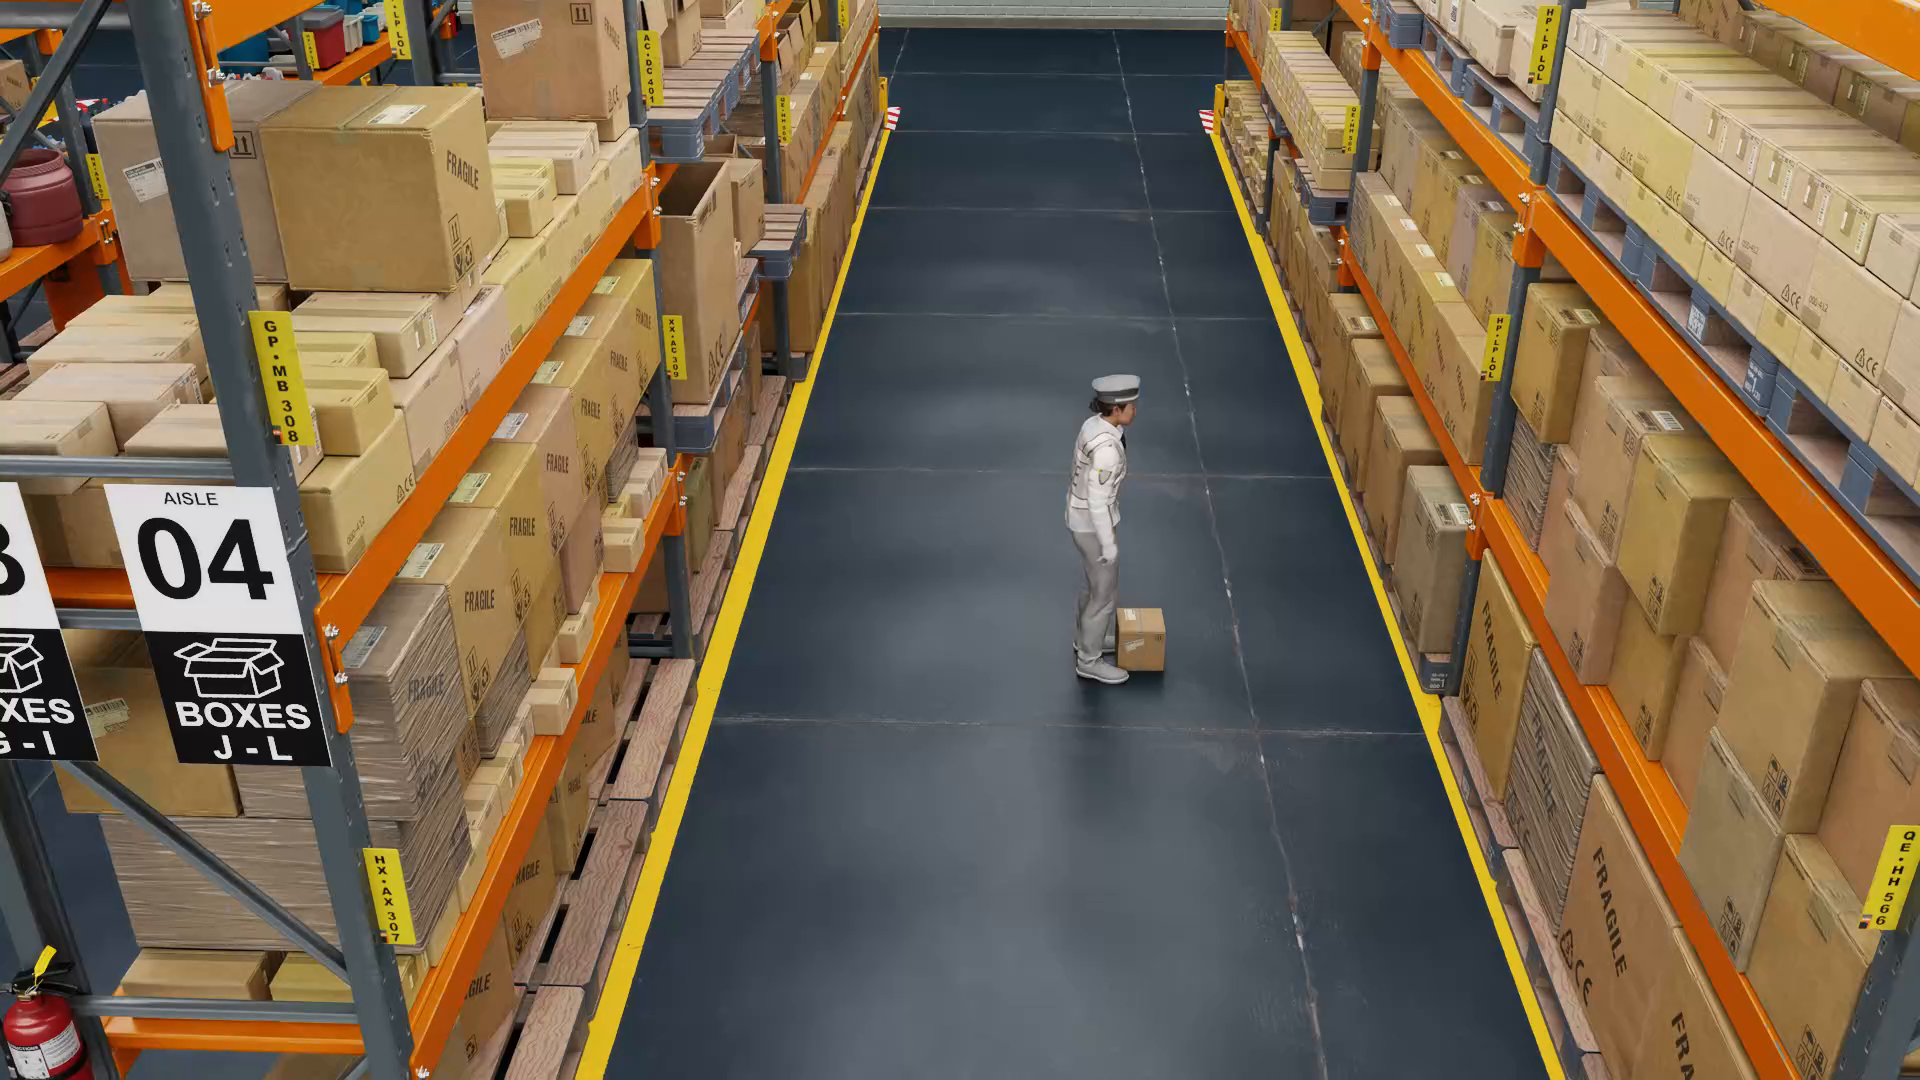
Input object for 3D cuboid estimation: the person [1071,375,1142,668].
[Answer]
[{"bbox_3d":[0.754,-0.101,8.741,0.342,1.600,0.503,0,28,0],"label":"person"}]
